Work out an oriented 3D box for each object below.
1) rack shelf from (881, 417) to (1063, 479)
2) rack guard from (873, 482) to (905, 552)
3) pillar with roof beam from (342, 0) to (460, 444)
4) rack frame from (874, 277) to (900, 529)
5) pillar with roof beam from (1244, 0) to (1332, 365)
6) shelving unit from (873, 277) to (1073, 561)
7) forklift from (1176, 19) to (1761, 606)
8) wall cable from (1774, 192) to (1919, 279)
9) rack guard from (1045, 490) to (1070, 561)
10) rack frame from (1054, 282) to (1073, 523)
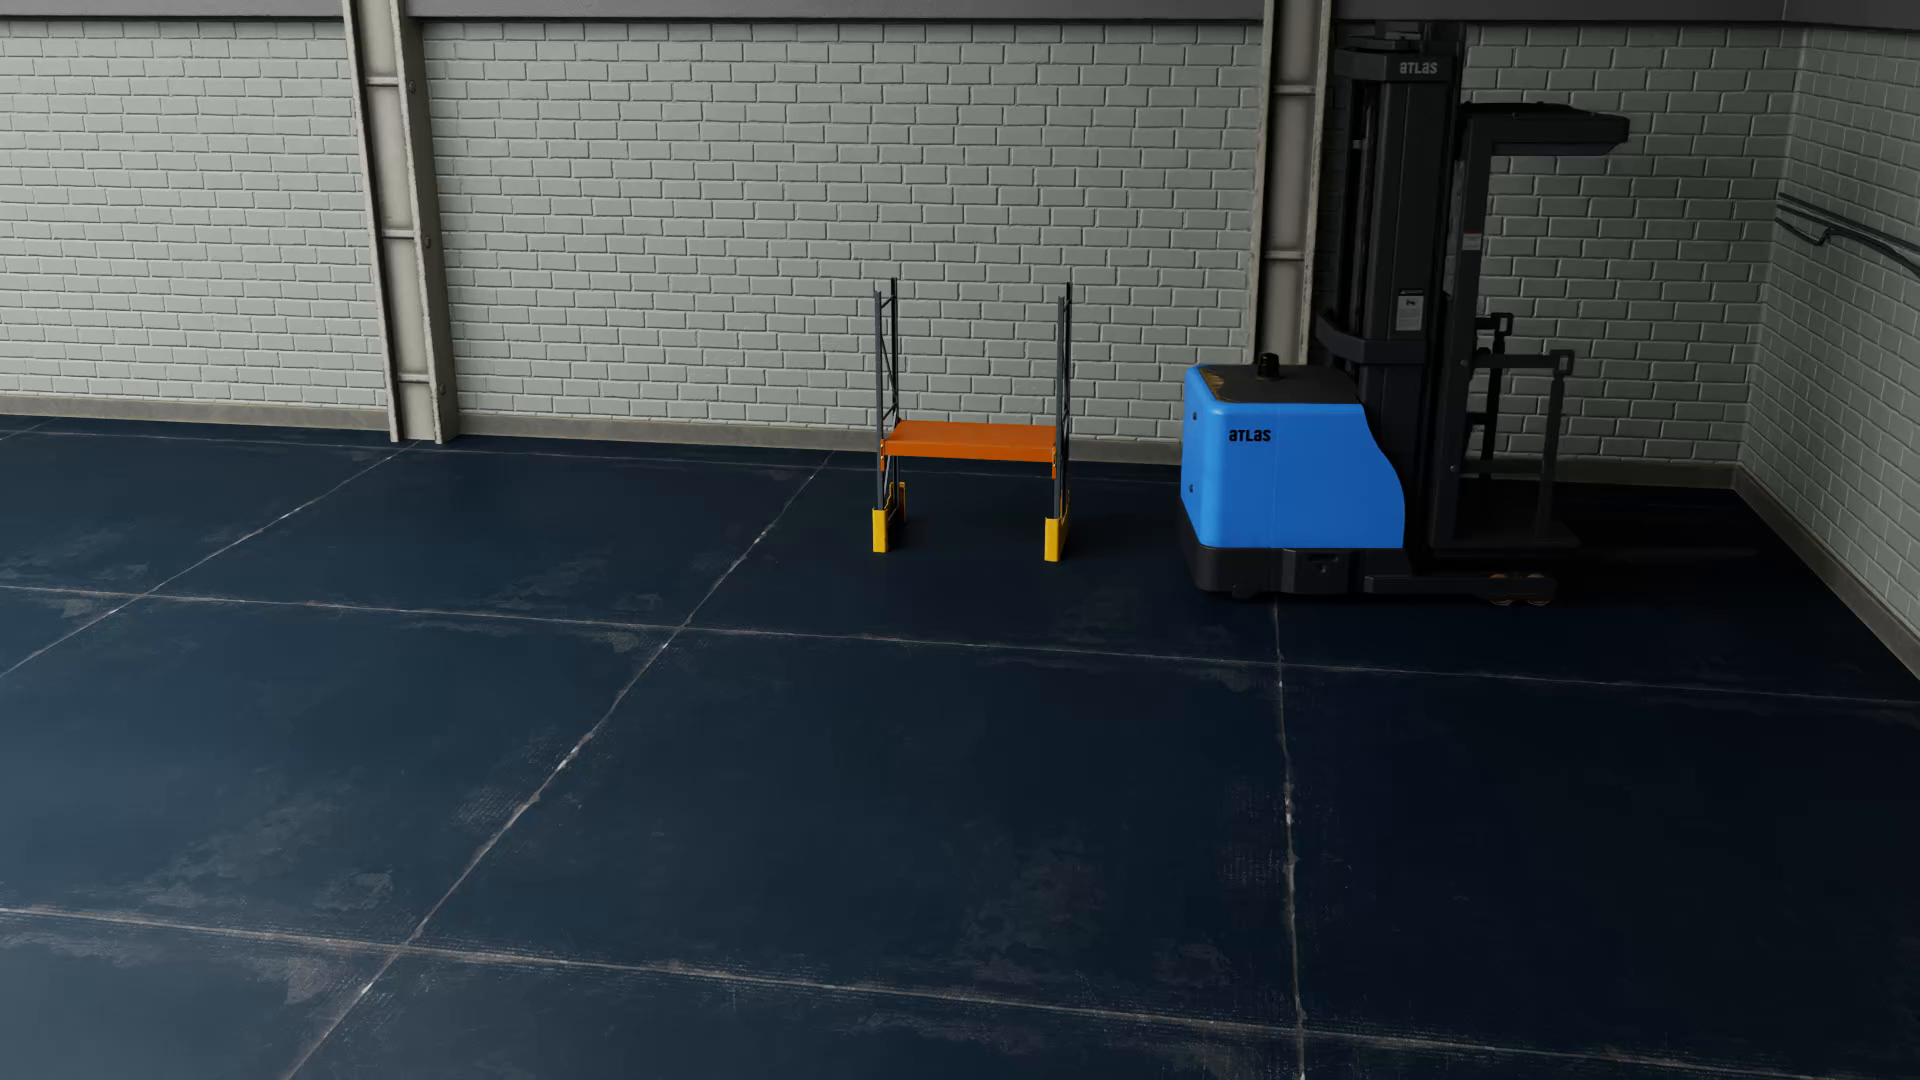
[{"bbox_3d":[0.084,-0.536,9.609,1.000,0.185,0.538,3,19,9],"label":"rack shelf"},{"bbox_3d":[-0.416,-0.140,9.827,0.087,0.250,0.587,3,19,9],"label":"rack guard"},{"bbox_3d":[-4.541,-3.663,6.567,0.400,9.000,9.100,3,19,9],"label":"pillar with roof beam"},{"bbox_3d":[-0.418,-0.733,9.629,0.032,1.500,0.500,3,19,9],"label":"rack frame"},{"bbox_3d":[1.383,-3.361,5.665,0.400,9.000,9.100,3,19,9],"label":"pillar with roof beam"},{"bbox_3d":[0.075,-0.707,9.554,1.083,1.500,0.587,3,19,9],"label":"shelving unit"},{"bbox_3d":[2.770,-1.213,8.809,3.031,2.935,1.130,0,19,0],"label":"forklift"},{"bbox_3d":[4.764,-2.674,8.507,0.112,2.526,3.097,3,19,9],"label":"wall cable"},{"bbox_3d":[0.567,-0.090,9.677,0.087,0.250,0.587,3,19,9],"label":"rack guard"},{"bbox_3d":[0.586,-0.681,9.476,0.032,1.500,0.500,3,19,9],"label":"rack frame"}]
